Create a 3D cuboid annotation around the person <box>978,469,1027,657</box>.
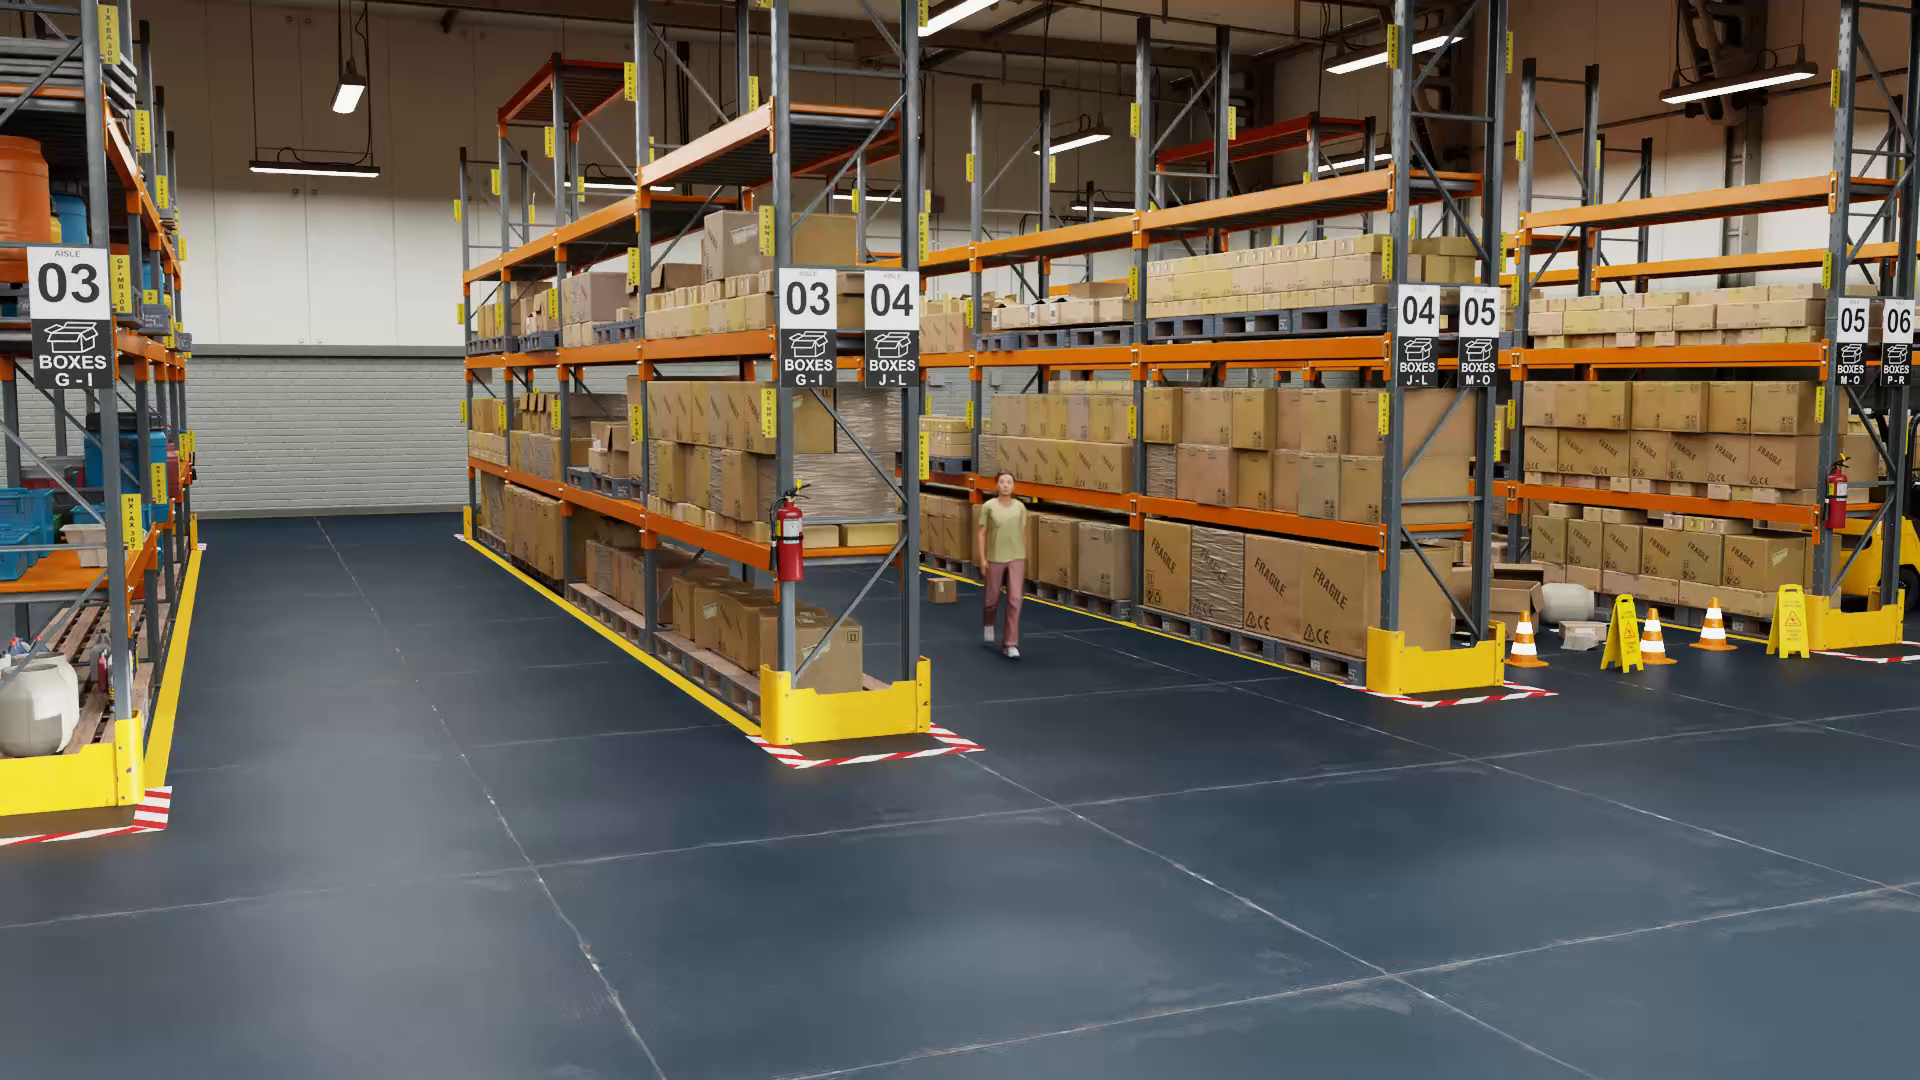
[{"bbox_3d":[0.381,0.197,14.906,0.445,1.627,0.759,-1,6,-6],"label":"person"}]
